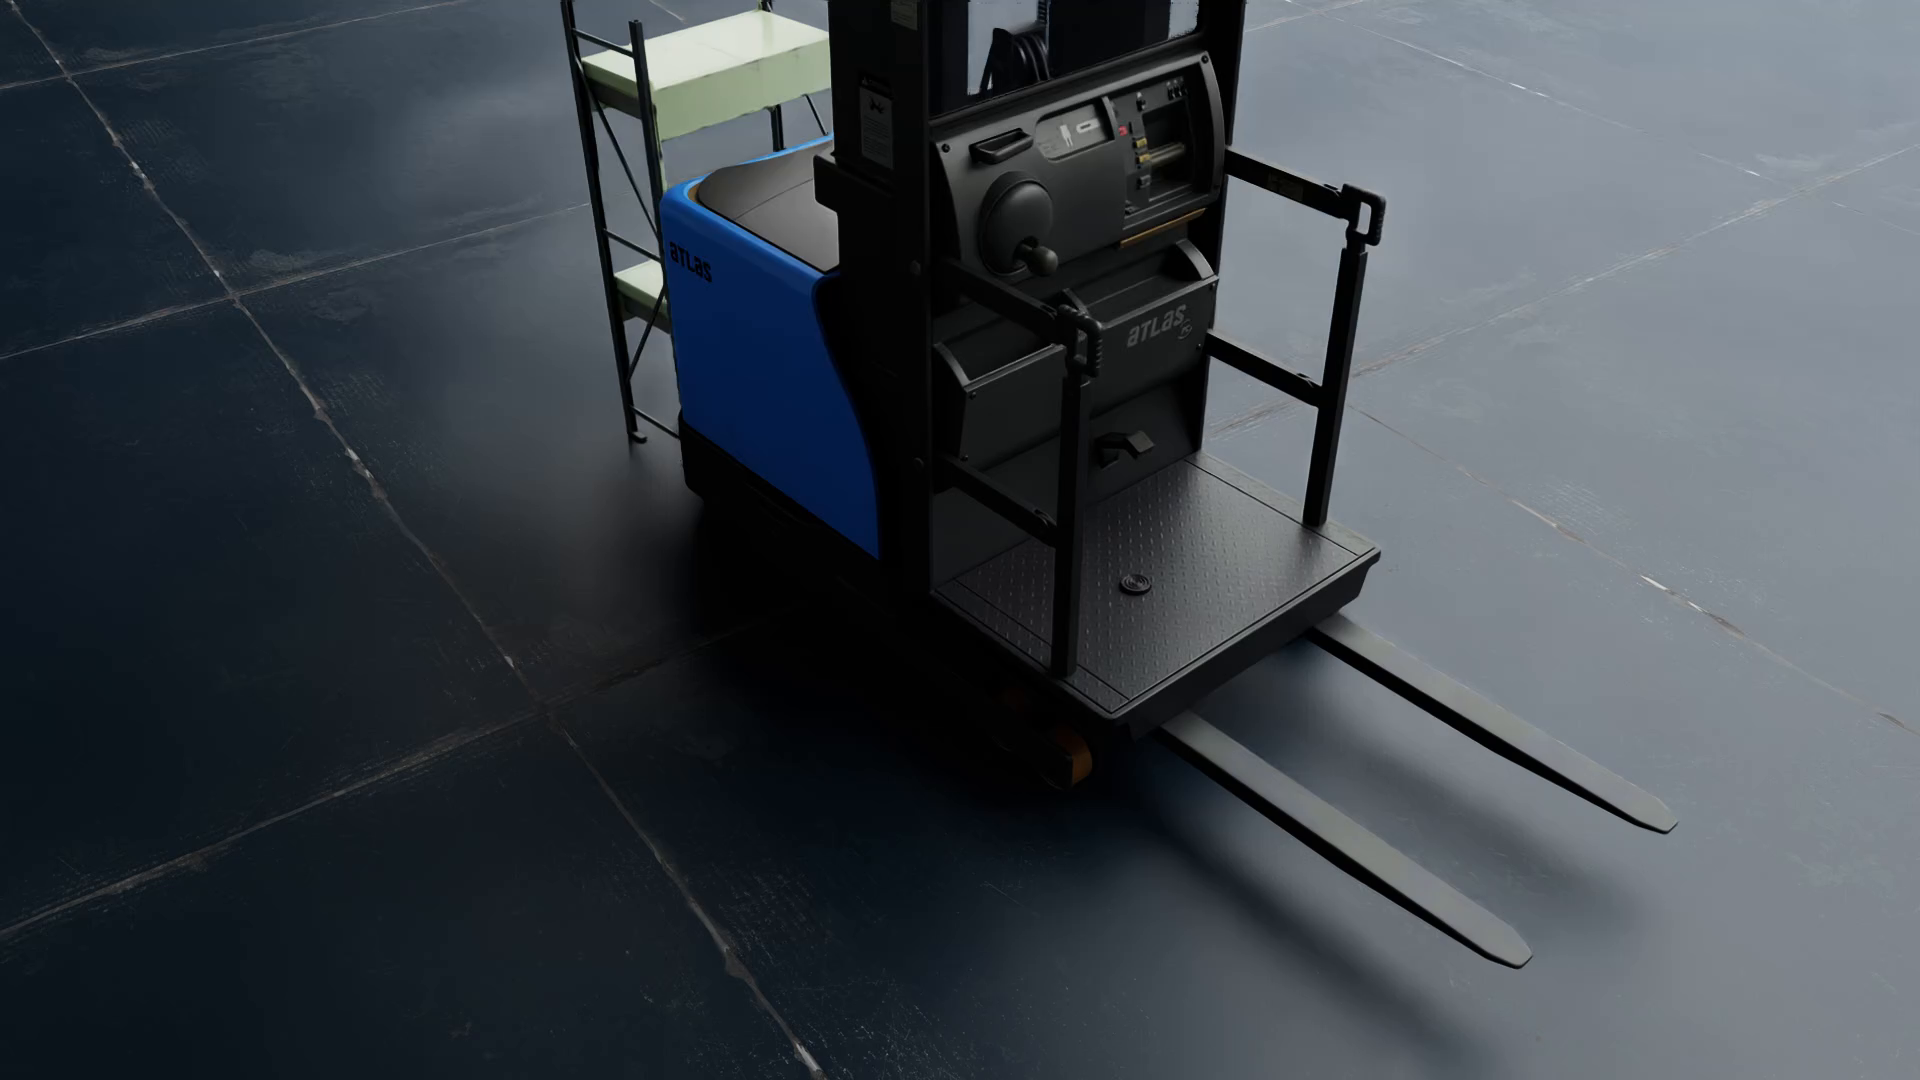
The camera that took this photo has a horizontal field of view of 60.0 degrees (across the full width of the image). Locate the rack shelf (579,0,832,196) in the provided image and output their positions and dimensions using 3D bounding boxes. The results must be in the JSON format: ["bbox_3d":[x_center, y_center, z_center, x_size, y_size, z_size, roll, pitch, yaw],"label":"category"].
[{"bbox_3d":[-0.769,-1.389,5.216,0.720,0.370,0.431,-29,43,-34],"label":"rack shelf"}]

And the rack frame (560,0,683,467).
[{"bbox_3d":[-1.027,-0.920,5.232,0.023,1.500,0.400,-29,43,-34],"label":"rack frame"}]

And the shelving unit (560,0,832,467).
[{"bbox_3d":[-0.761,-1.067,5.436,0.755,1.500,0.431,-29,43,-34],"label":"shelving unit"}]

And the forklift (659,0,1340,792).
[{"bbox_3d":[0.456,-0.878,3.960,1.130,2.935,3.031,-27,44,-32],"label":"forklift"}]

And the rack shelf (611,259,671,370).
[{"bbox_3d":[-0.754,-0.798,5.620,0.720,0.370,0.431,-29,43,-34],"label":"rack shelf"}]

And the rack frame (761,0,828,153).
[{"bbox_3d":[-0.495,-1.213,5.640,0.023,1.500,0.400,-29,43,-34],"label":"rack frame"}]
